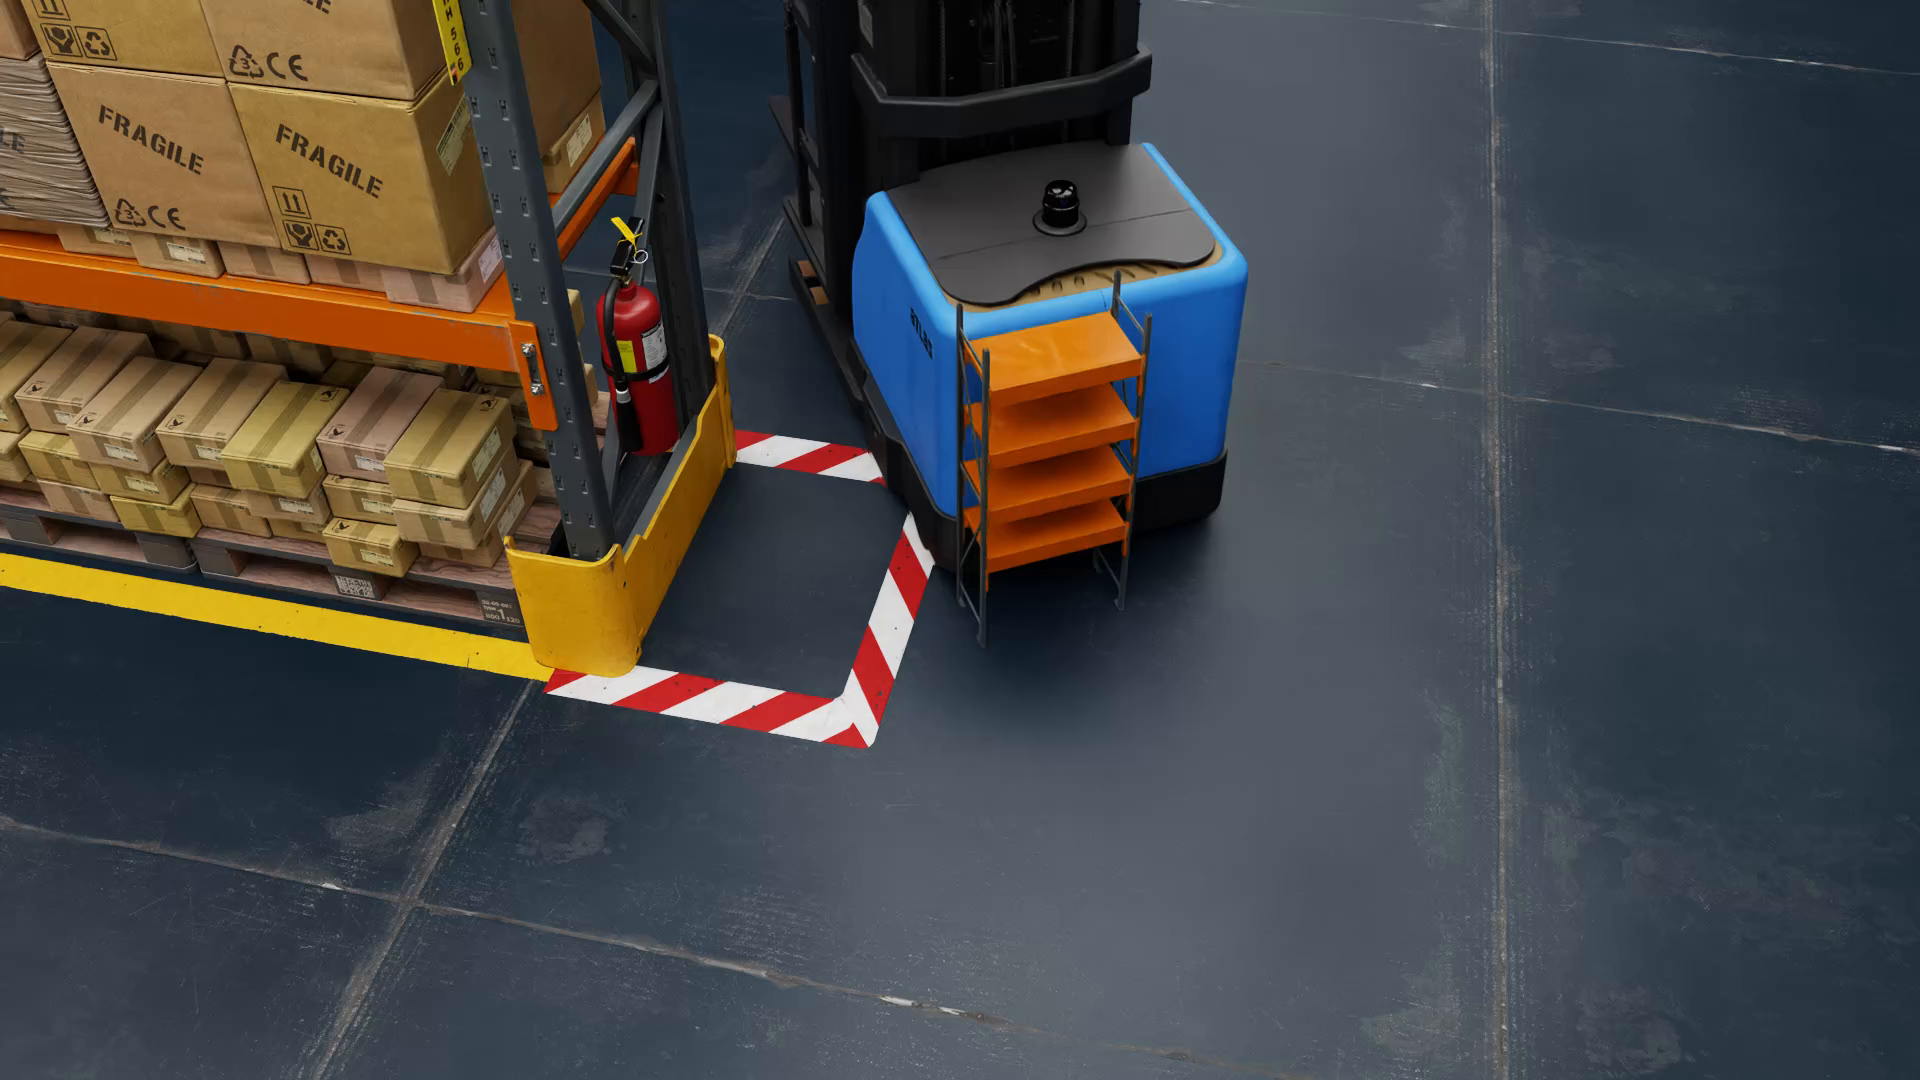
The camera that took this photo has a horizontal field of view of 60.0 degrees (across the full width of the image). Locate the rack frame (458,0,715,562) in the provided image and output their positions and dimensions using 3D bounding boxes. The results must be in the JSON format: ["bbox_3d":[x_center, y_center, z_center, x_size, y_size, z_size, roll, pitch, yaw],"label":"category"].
[{"bbox_3d":[-1.022,-1.043,4.671,0.127,3.000,1.000,9,45,9],"label":"rack frame"}]

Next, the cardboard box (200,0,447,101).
[{"bbox_3d":[-1.523,-1.448,4.084,0.500,0.500,0.500,8,44,8],"label":"cardboard box"}]

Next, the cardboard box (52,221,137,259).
[{"bbox_3d":[-2.389,-0.985,4.791,0.250,0.149,0.380,7,44,7],"label":"cardboard box"}]

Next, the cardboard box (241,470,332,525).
[{"bbox_3d":[-2.107,-0.239,5.374,0.250,0.149,0.380,7,44,7],"label":"cardboard box"}]

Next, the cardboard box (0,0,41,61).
[{"bbox_3d":[-2.527,-1.597,4.239,0.500,0.500,0.500,11,45,11],"label":"cardboard box"}]

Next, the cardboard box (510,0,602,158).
[{"bbox_3d":[-1.400,-1.442,4.798,0.500,0.500,0.500,11,45,11],"label":"cardboard box"}]

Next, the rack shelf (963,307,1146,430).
[{"bbox_3d":[0.266,-0.502,4.840,0.480,0.148,0.258,-14,46,-14],"label":"rack shelf"}]

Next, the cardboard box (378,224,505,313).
[{"bbox_3d":[-1.402,-0.811,4.611,0.250,0.149,0.380,9,45,9],"label":"cardboard box"}]

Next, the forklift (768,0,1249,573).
[{"bbox_3d":[-0.051,-1.983,5.697,1.130,2.935,3.031,-13,46,-14],"label":"forklift"}]

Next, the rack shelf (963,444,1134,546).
[{"bbox_3d":[0.266,-0.170,5.159,0.480,0.148,0.258,-14,46,-14],"label":"rack shelf"}]

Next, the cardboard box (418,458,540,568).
[{"bbox_3d":[-1.581,-0.106,5.450,0.250,0.149,0.380,10,45,10],"label":"cardboard box"}]

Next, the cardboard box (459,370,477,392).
[{"bbox_3d":[-1.732,-0.607,5.757,0.250,0.149,0.380,9,45,9],"label":"cardboard box"}]

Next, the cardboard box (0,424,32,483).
[{"bbox_3d":[-3.136,-0.383,5.523,0.250,0.149,0.380,9,45,9],"label":"cardboard box"}]

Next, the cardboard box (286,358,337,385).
[{"bbox_3d":[-2.217,-0.697,5.850,0.250,0.149,0.380,10,45,10],"label":"cardboard box"}]

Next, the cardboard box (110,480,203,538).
[{"bbox_3d":[-2.600,-0.200,5.547,0.250,0.149,0.380,7,44,7],"label":"cardboard box"}]

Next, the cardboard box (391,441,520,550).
[{"bbox_3d":[-1.599,-0.162,5.293,0.250,0.149,0.380,8,44,8],"label":"cardboard box"}]

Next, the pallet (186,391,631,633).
[{"bbox_3d":[-1.881,-0.197,5.803,1.213,0.211,1.003,9,45,9],"label":"pallet"}]

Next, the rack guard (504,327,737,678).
[{"bbox_3d":[-1.096,-0.154,5.550,0.348,0.500,1.175,9,45,9],"label":"rack guard"}]

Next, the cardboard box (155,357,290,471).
[{"bbox_3d":[-2.346,-0.403,5.329,0.250,0.149,0.380,7,44,7],"label":"cardboard box"}]

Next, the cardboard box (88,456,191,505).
[{"bbox_3d":[-2.615,-0.309,5.446,0.250,0.149,0.380,9,45,10],"label":"cardboard box"}]

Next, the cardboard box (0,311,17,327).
[{"bbox_3d":[-3.347,-0.605,5.540,0.250,0.149,0.380,7,44,7],"label":"cardboard box"}]

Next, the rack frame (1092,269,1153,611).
[{"bbox_3d":[0.496,-0.275,5.171,0.015,1.200,0.240,-14,46,-14],"label":"rack frame"}]

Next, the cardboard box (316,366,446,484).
[{"bbox_3d":[-1.827,-0.367,5.293,0.250,0.149,0.380,10,45,10],"label":"cardboard box"}]

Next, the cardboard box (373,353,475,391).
[{"bbox_3d":[-1.755,-0.652,5.588,0.250,0.149,0.380,10,45,10],"label":"cardboard box"}]

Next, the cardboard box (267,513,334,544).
[{"bbox_3d":[-2.093,-0.175,5.522,0.250,0.149,0.380,9,45,9],"label":"cardboard box"}]

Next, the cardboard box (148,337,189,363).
[{"bbox_3d":[-2.770,-0.686,5.838,0.250,0.149,0.380,11,45,11],"label":"cardboard box"}]

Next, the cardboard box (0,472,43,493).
[{"bbox_3d":[-3.092,-0.344,5.697,0.250,0.149,0.380,10,45,10],"label":"cardboard box"}]

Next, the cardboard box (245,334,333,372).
[{"bbox_3d":[-2.233,-0.758,5.698,0.250,0.149,0.380,7,44,7],"label":"cardboard box"}]

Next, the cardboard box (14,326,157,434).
[{"bbox_3d":[-2.853,-0.521,5.452,0.250,0.149,0.380,7,44,8],"label":"cardboard box"}]

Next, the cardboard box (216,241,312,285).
[{"bbox_3d":[-1.884,-0.902,4.705,0.250,0.149,0.380,8,45,9],"label":"cardboard box"}]

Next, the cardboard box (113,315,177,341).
[{"bbox_3d":[-2.748,-0.877,5.822,0.250,0.149,0.380,9,45,10],"label":"cardboard box"}]

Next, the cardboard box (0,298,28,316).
[{"bbox_3d":[-3.233,-0.962,5.910,0.250,0.149,0.380,7,44,8],"label":"cardboard box"}]

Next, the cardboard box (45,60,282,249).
[{"bbox_3d":[-2.018,-1.162,4.508,0.500,0.500,0.500,8,45,8],"label":"cardboard box"}]

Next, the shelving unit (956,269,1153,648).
[{"bbox_3d":[0.266,-0.219,5.112,0.503,1.200,0.258,-14,46,-14],"label":"shelving unit"}]
